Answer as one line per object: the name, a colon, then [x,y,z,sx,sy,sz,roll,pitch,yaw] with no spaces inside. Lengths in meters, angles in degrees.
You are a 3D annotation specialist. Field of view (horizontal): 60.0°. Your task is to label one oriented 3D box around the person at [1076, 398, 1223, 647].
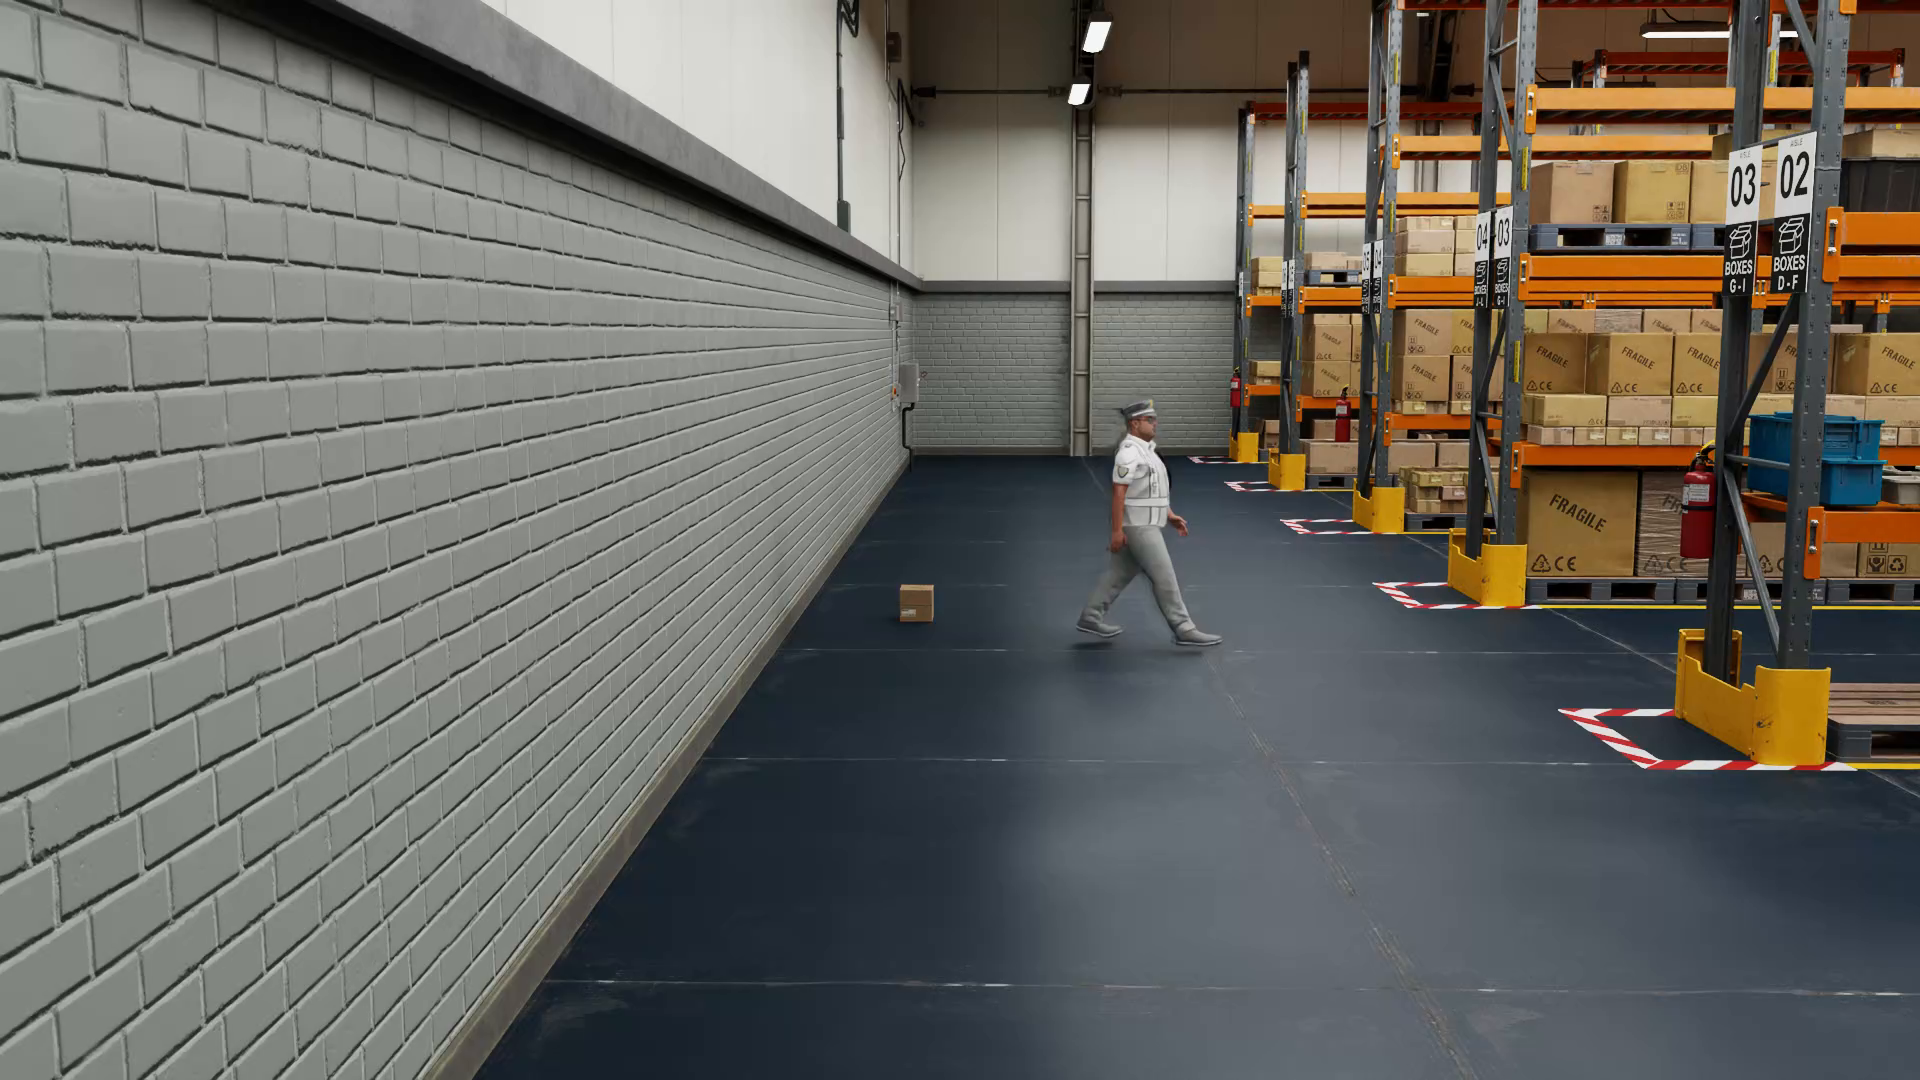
person: [1.338,-0.137,11.642,1.051,1.701,0.547,2,7,15]
